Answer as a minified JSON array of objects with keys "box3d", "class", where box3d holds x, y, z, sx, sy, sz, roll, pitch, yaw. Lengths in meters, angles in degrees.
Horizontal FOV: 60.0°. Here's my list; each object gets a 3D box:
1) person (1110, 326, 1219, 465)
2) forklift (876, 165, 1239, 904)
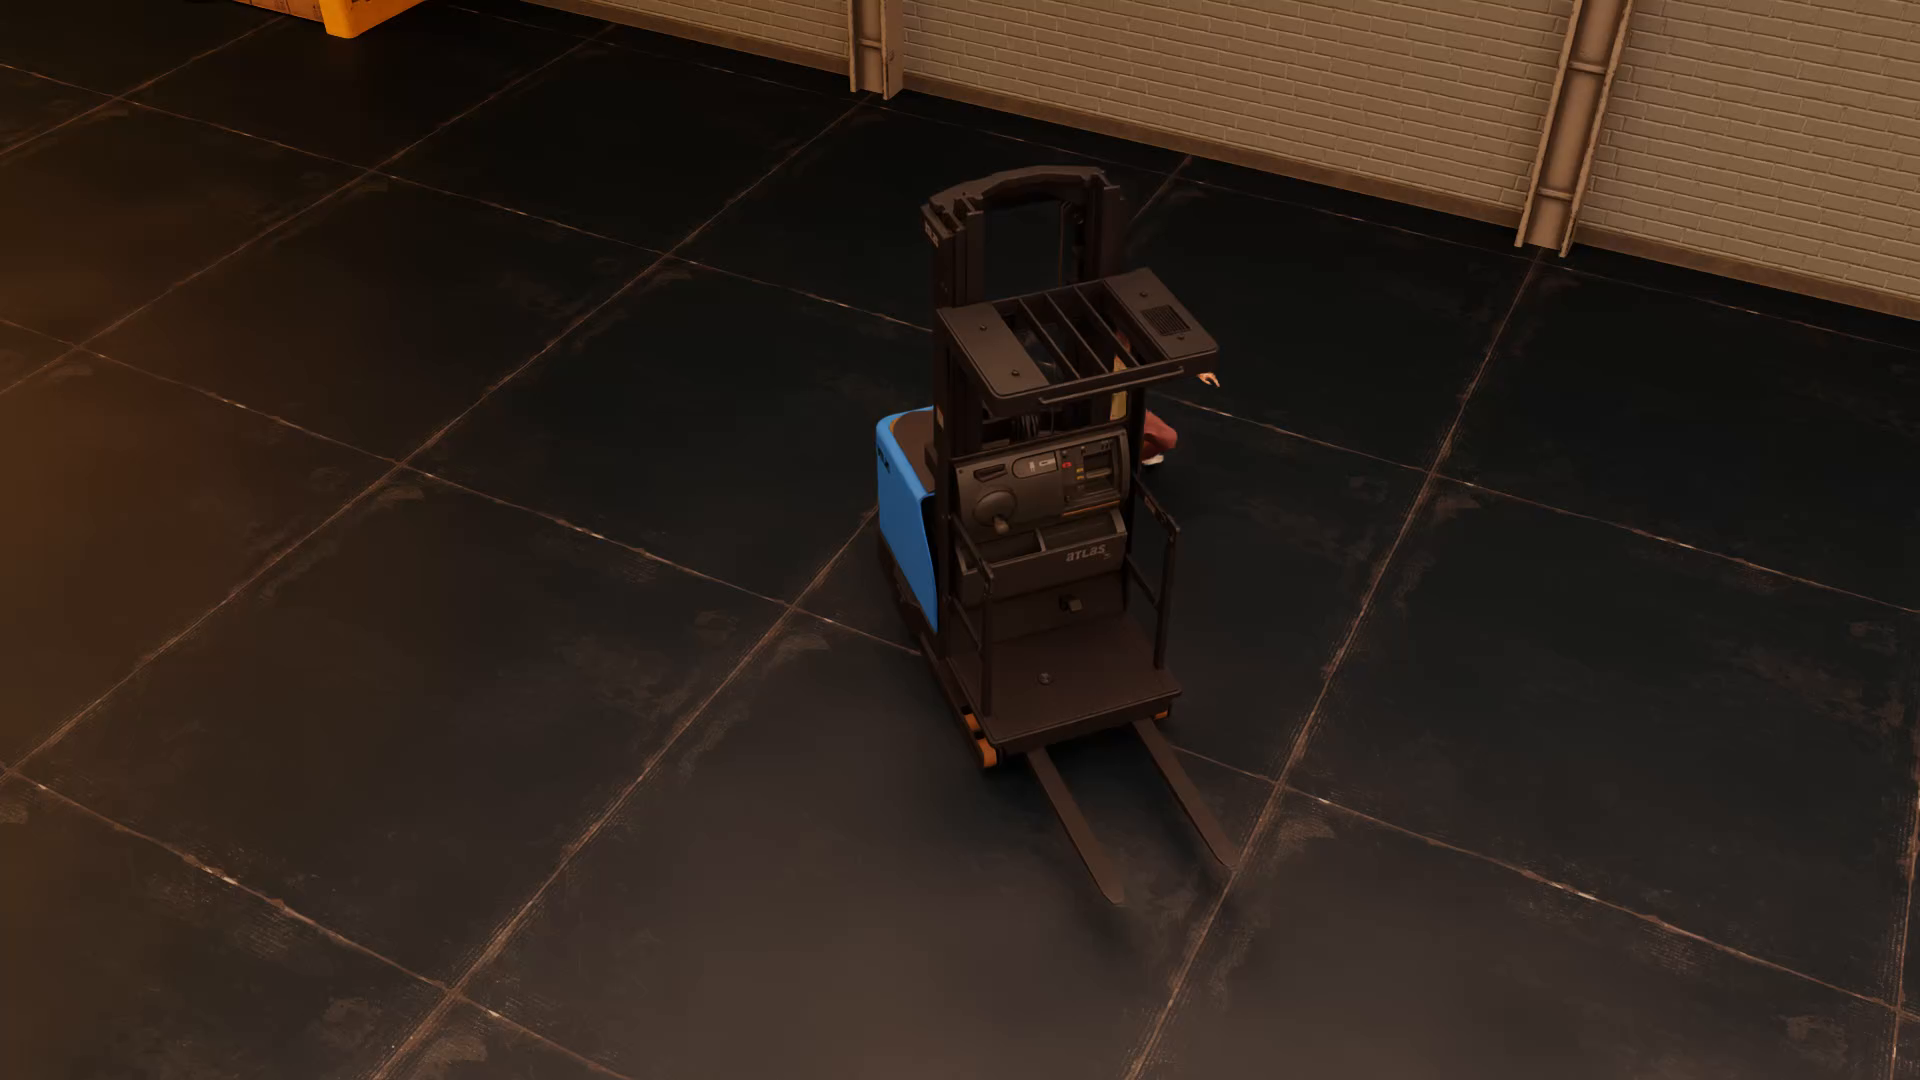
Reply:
[{"box3d":[1.061,-0.613,10.029,1.213,1.267,0.825,-30,49,-31],"class":"person"},{"box3d":[0.502,-0.216,8.243,1.130,2.935,3.031,-14,42,-16],"class":"forklift"}]
